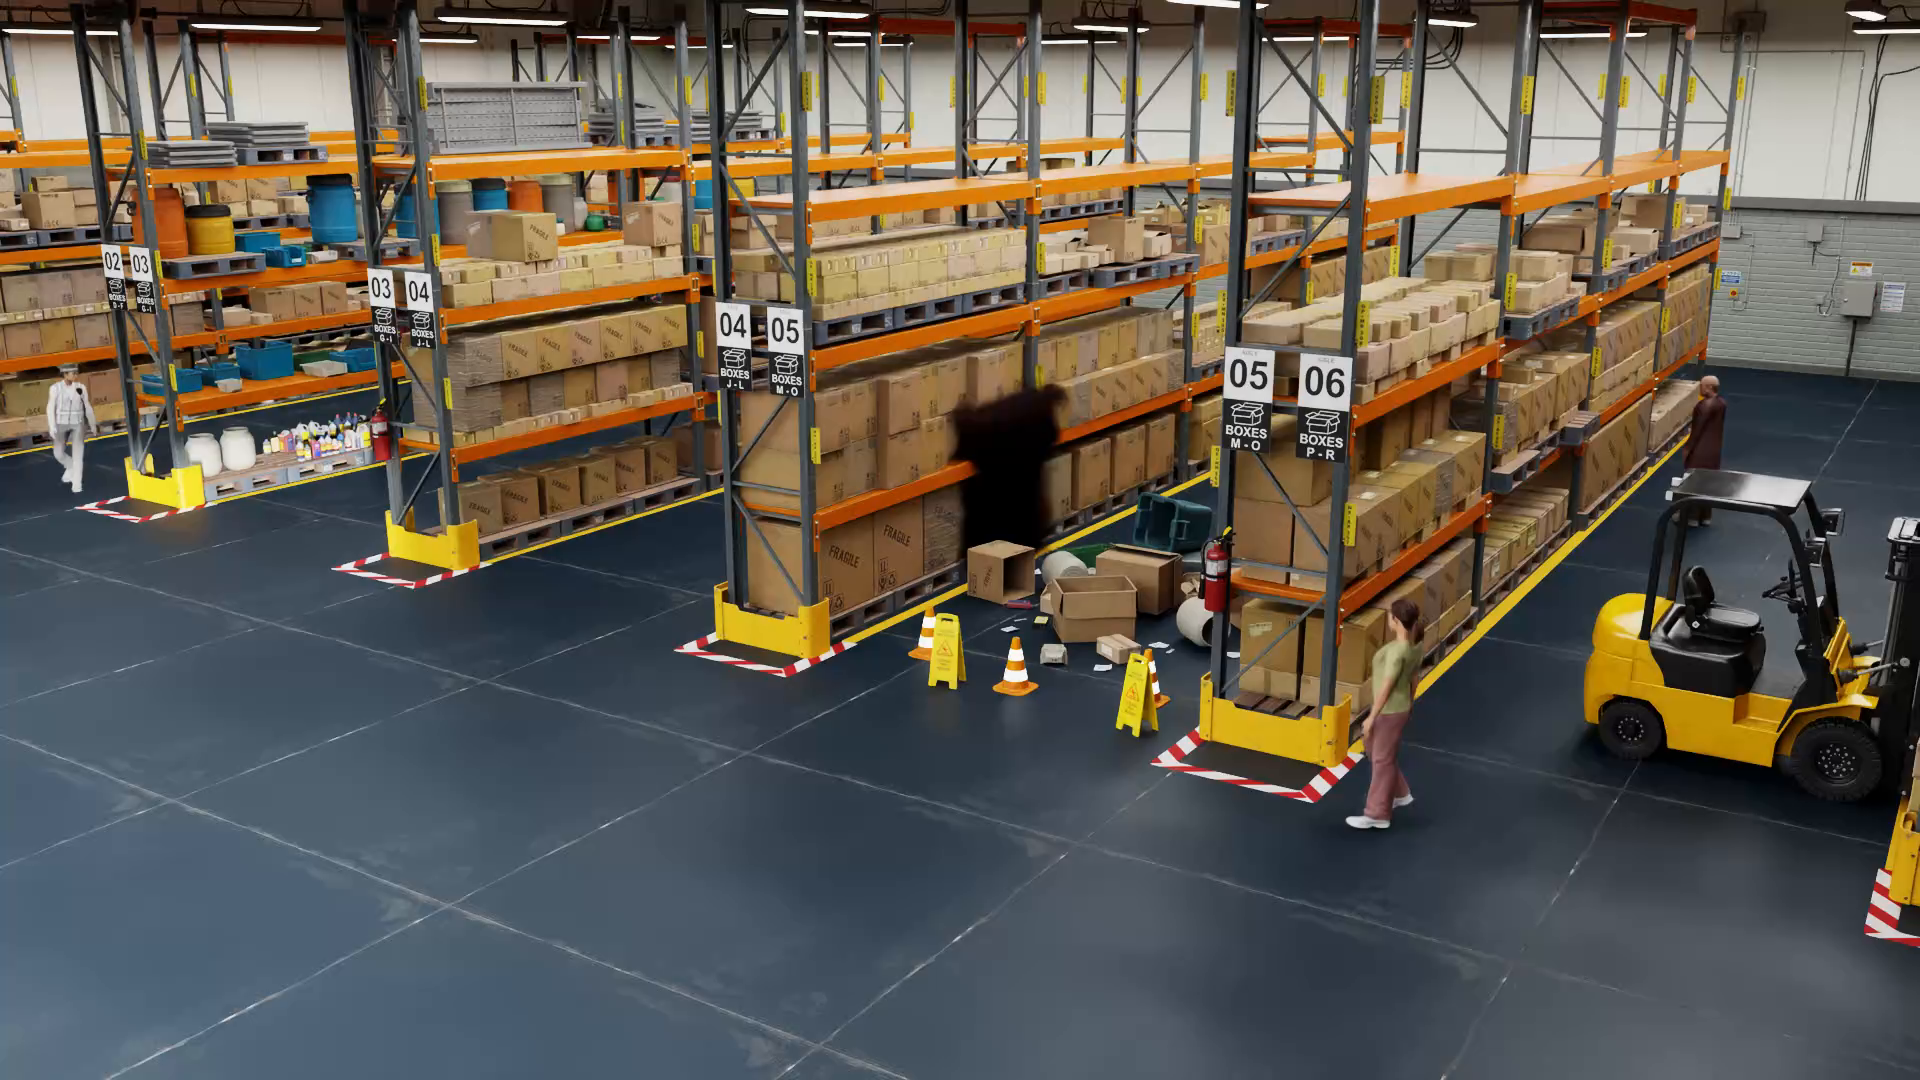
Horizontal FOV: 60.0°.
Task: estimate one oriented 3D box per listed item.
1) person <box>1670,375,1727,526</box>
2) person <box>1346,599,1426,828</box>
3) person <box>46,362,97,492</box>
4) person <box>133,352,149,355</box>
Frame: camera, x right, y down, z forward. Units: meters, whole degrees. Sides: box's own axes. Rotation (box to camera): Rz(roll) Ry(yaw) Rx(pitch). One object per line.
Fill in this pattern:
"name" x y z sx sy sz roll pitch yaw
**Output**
"person" 8.777 -1.062 19.700 0.585 1.791 0.431 -13 20 -38
"person" 3.009 1.216 11.716 0.459 1.678 0.506 4 16 15
"person" -11.466 -1.468 21.490 0.526 1.658 0.570 -6 17 -21
"person" -13.394 -3.126 27.162 0.552 1.764 0.683 -5 16 -17
